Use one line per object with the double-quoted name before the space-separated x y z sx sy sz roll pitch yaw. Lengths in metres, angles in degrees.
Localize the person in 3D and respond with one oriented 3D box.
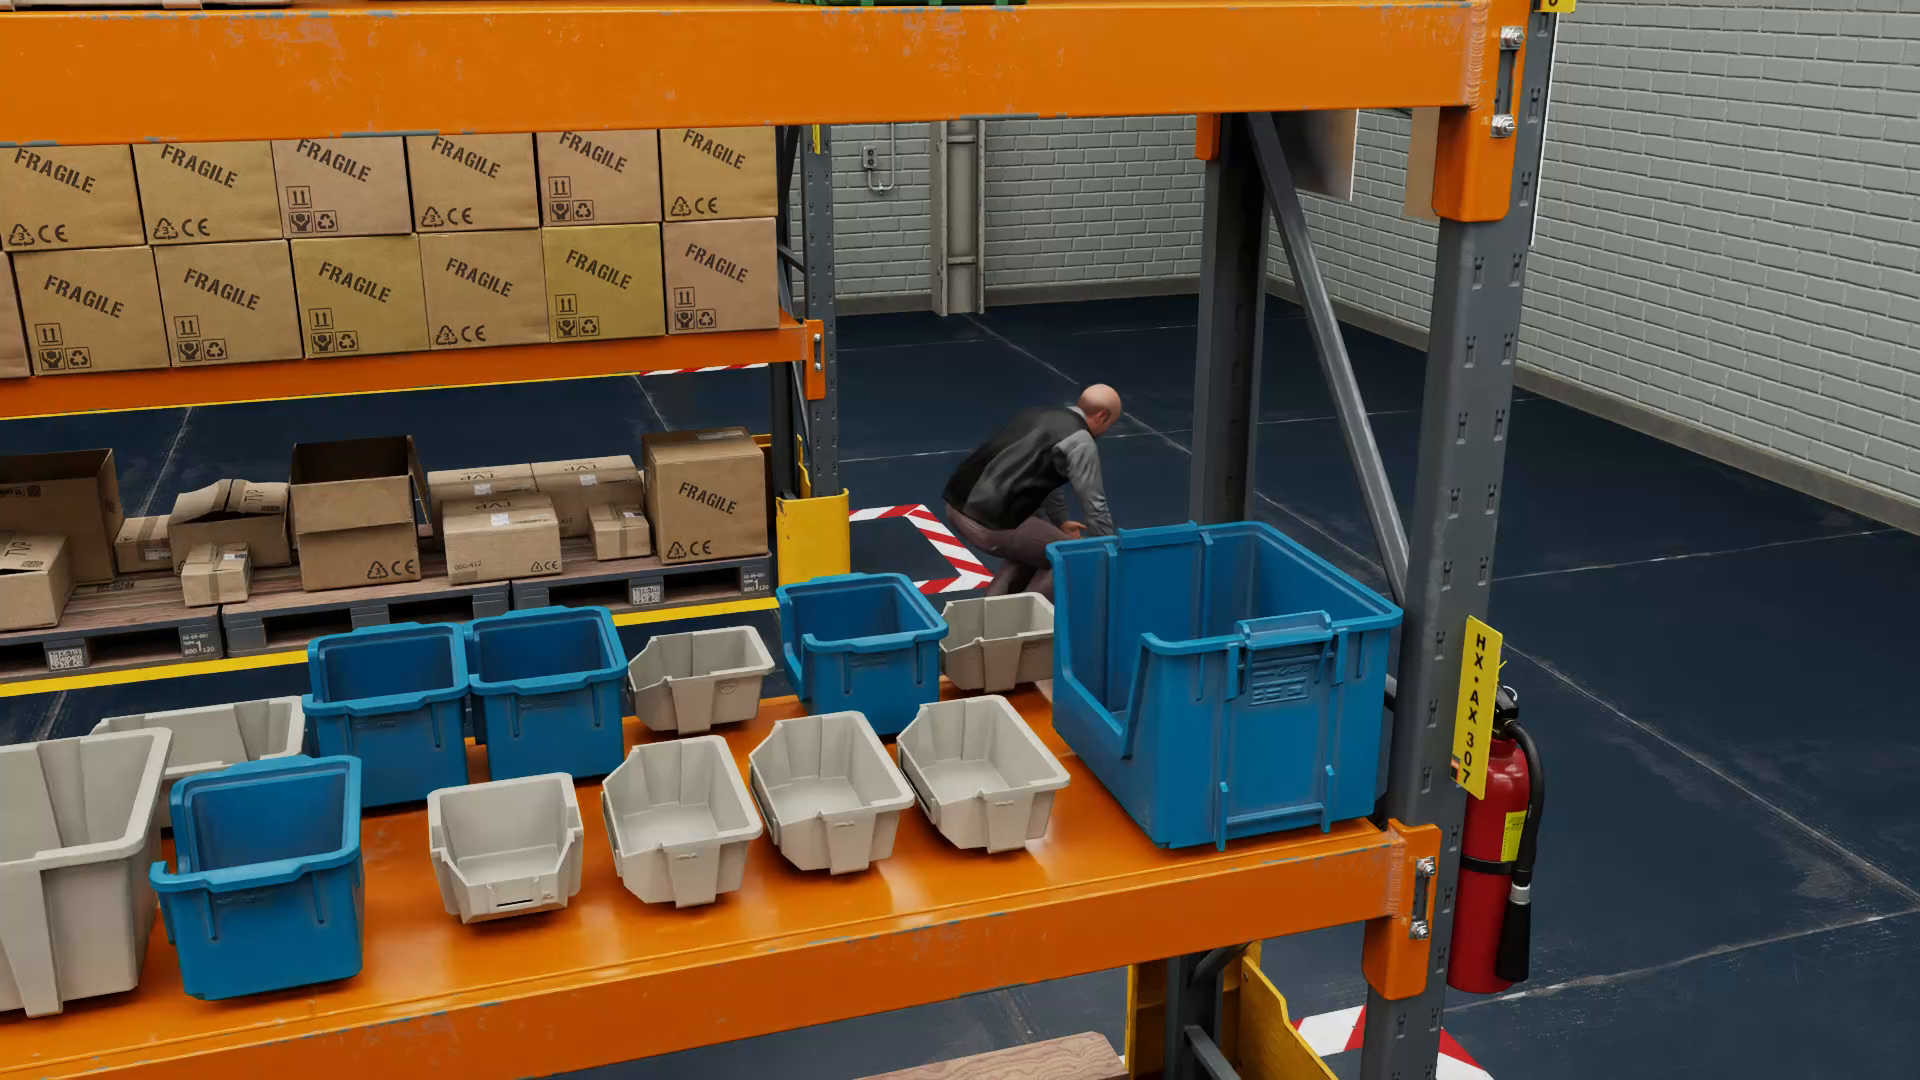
"person" 0.329 -0.114 7.388 0.831 1.101 0.564 -7 20 -19
